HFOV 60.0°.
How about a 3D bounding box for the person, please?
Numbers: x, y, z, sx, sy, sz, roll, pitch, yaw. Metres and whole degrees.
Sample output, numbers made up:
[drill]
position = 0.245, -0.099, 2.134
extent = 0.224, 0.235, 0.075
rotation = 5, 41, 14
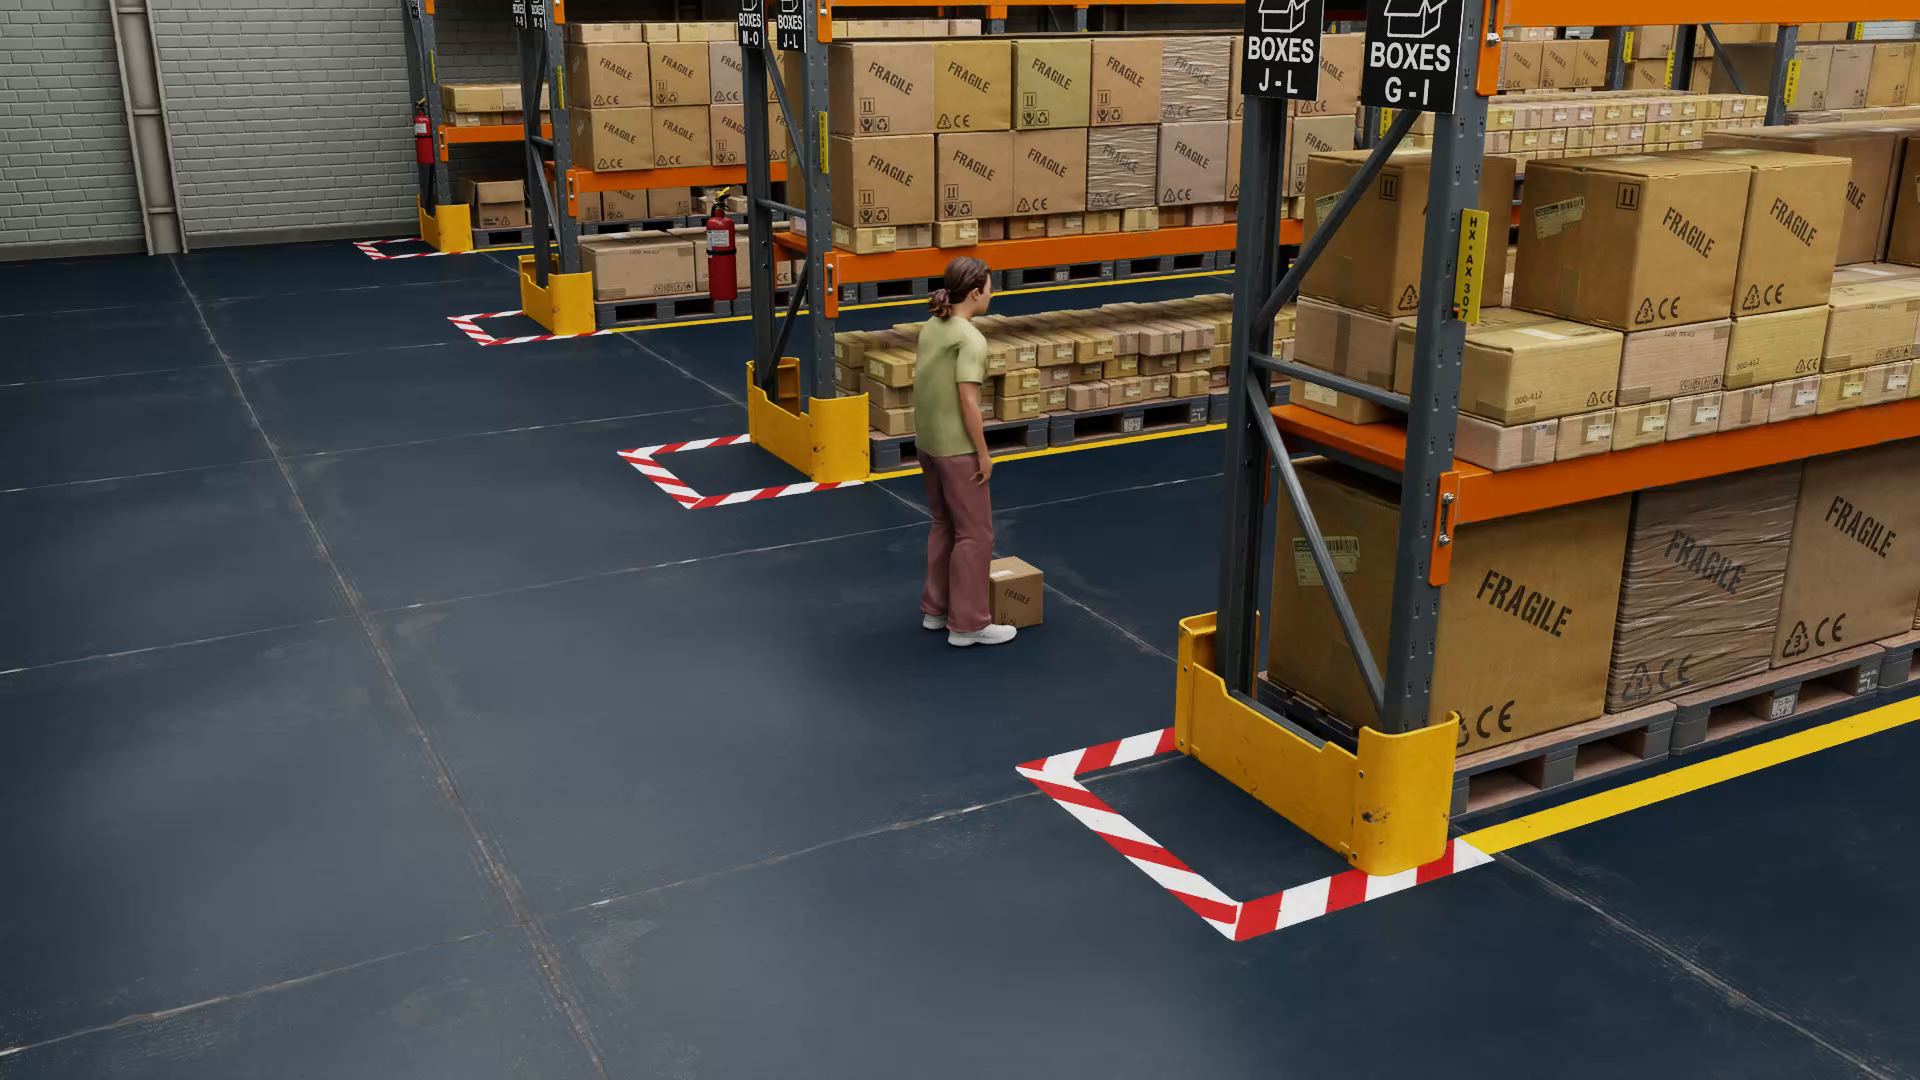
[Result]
[person]
position = -0.009, -0.389, 7.222
extent = 0.352, 1.673, 0.502
rotation = -10, 21, -27
